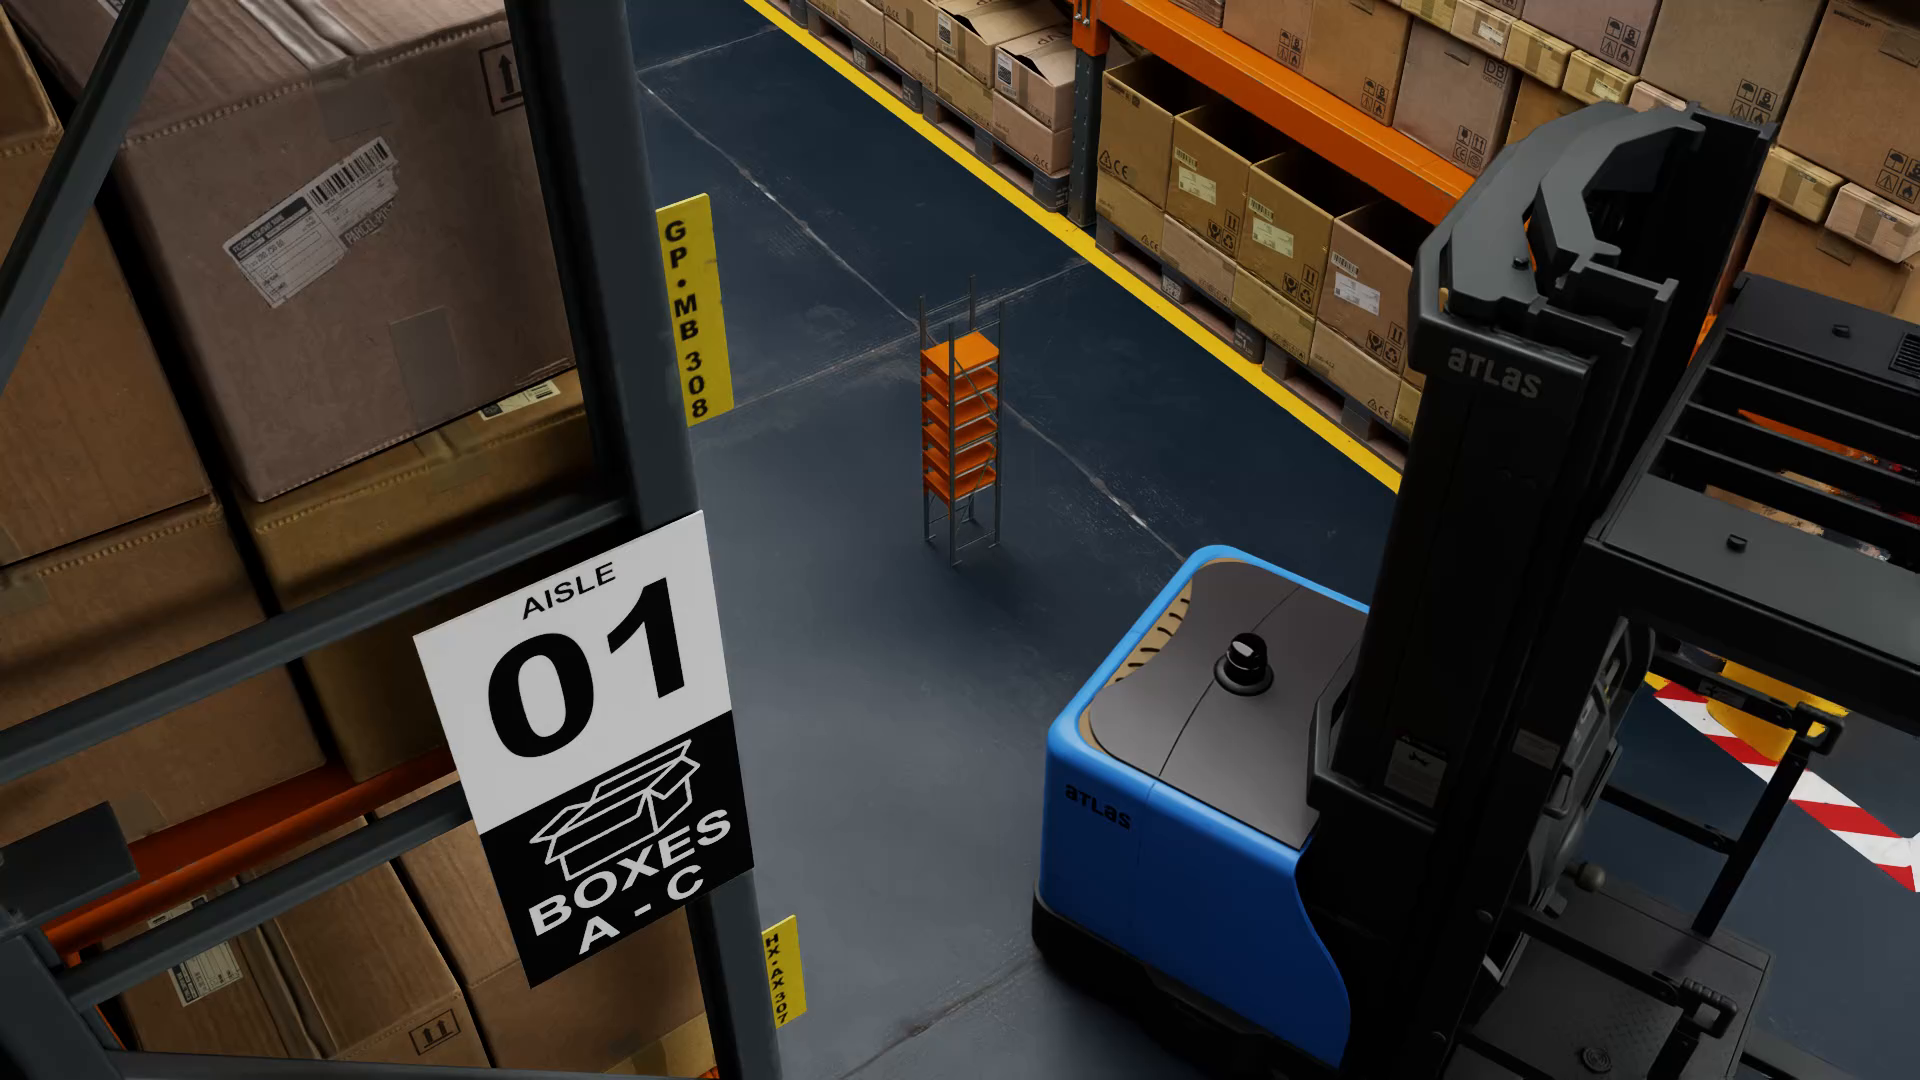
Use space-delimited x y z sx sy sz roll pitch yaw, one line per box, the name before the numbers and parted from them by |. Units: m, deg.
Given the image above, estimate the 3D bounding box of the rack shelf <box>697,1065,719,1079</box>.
rack shelf | -1.928 0.470 4.606 1.077 0.370 4.000 -26 49 -24

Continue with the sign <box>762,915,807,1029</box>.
sign | -0.339 0.815 3.097 0.100 0.325 0.005 -26 49 -24

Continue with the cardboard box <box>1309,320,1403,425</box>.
cardboard box | 1.860 -0.806 7.109 0.500 0.250 0.500 -26 49 -24

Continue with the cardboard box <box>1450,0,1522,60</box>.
cardboard box | 2.013 -1.906 6.032 0.380 0.149 0.250 -26 50 -25

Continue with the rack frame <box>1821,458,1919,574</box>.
rack frame | 3.277 -0.616 5.223 1.000 3.000 0.127 -26 49 -24

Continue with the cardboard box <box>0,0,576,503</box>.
cardboard box | -0.806 -0.462 2.078 0.500 0.500 0.500 -29 51 -27

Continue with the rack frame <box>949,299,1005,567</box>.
rack frame | 0.061 -0.374 6.273 0.240 1.200 0.006 -26 49 -24

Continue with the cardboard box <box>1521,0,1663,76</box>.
cardboard box | 2.395 -2.002 5.663 0.700 0.500 0.500 -26 49 -24

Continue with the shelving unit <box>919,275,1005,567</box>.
shelving unit | 0.008 -0.426 6.327 0.258 1.200 0.189 -26 49 -24

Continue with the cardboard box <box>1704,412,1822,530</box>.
cardboard box | 2.726 -0.231 5.964 0.500 0.500 0.500 -26 49 -24

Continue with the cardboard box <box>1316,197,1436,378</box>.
cardboard box | 1.857 -1.075 6.848 0.500 0.500 0.500 -26 49 -24

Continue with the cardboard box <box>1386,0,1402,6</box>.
cardboard box | 1.724 -2.196 6.336 0.380 0.149 0.250 -27 50 -26

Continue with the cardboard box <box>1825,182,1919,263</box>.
cardboard box | 2.902 -1.028 5.113 0.380 0.149 0.250 -27 50 -25

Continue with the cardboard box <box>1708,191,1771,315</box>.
cardboard box | 2.716 -1.218 5.781 0.700 0.500 0.500 -24 49 -23

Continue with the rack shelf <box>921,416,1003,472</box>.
rack shelf | 0.008 -0.394 6.358 0.258 0.103 0.180 -26 49 -24

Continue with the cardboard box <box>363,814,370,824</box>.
cardboard box | -1.508 0.646 3.452 0.500 0.500 0.500 -25 49 -24

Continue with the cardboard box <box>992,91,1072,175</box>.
cardboard box | 0.513 -2.160 8.527 0.500 0.250 0.500 -26 50 -25

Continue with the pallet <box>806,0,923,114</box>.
pallet | -0.167 -2.967 9.705 1.003 0.211 1.213 -26 49 -24

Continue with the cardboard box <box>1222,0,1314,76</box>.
cardboard box | 1.554 -2.373 6.991 0.700 0.500 0.500 -26 50 -25

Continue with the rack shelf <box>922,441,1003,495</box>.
rack shelf | 0.008 -0.307 6.441 0.258 0.103 0.180 -26 49 -24

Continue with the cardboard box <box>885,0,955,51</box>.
cardboard box | -0.065 -2.934 8.932 0.500 0.311 0.500 -26 49 -25

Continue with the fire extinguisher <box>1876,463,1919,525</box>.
fire extinguisher | 2.963 -0.338 4.988 0.296 0.674 0.183 -26 49 -24

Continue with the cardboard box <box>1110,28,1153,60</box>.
cardboard box | 0.956 -2.575 8.556 0.500 0.311 0.500 -26 49 -24

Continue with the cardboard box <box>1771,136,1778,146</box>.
cardboard box | 2.605 -1.321 5.419 0.380 0.149 0.250 -26 50 -25

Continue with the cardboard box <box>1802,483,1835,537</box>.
cardboard box | 3.152 -0.165 6.438 0.500 0.250 0.500 -26 49 -24

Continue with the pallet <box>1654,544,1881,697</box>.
pallet | 2.805 -0.024 6.623 1.003 0.211 1.213 -26 49 -24

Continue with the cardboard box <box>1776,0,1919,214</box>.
cardboard box | 2.990 -1.421 5.055 0.700 0.500 0.500 -26 49 -24

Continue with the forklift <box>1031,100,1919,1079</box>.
forklift | 1.736 0.553 4.048 3.031 2.935 1.130 25 49 24

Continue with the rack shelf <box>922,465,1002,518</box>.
rack shelf | 0.008 -0.220 6.524 0.258 0.103 0.180 -26 49 -24

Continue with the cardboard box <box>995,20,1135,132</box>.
cardboard box | 0.521 -2.358 8.329 0.500 0.311 0.500 -26 49 -24

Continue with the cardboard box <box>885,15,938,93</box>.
cardboard box | -0.068 -2.736 9.131 0.500 0.250 0.500 -25 49 -24

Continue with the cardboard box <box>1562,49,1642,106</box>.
cardboard box | 2.312 -1.613 5.725 0.380 0.149 0.250 -24 49 -23

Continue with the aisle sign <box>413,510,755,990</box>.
aisle sign | -0.497 0.324 2.355 0.394 0.787 0.004 -26 49 -24

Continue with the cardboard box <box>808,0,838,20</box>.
cardboard box | -0.651 -3.316 9.738 0.500 0.250 0.500 -27 50 -25

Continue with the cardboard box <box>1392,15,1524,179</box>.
cardboard box | 2.132 -1.798 6.388 0.700 0.500 0.500 -24 49 -23

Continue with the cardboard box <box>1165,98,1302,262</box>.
cardboard box | 1.289 -1.644 7.444 0.500 0.500 0.500 -26 49 -24

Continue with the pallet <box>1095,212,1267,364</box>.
pallet | 1.409 -1.406 8.070 1.003 0.211 1.213 -26 49 -24

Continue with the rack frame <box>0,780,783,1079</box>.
rack frame | -0.784 1.342 3.171 1.000 3.000 0.127 -26 49 -24

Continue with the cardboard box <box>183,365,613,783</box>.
cardboard box | -0.770 -0.074 2.396 0.500 0.500 0.500 -24 49 -23

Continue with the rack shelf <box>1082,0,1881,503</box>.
rack shelf | 2.133 -1.489 6.658 1.077 0.370 4.000 -26 49 -24

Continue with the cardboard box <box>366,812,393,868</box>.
cardboard box | -1.085 0.445 3.662 0.500 0.500 0.500 -26 49 -24

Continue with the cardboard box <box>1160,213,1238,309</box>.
cardboard box | 1.287 -1.372 7.702 0.500 0.250 0.500 -26 49 -24
